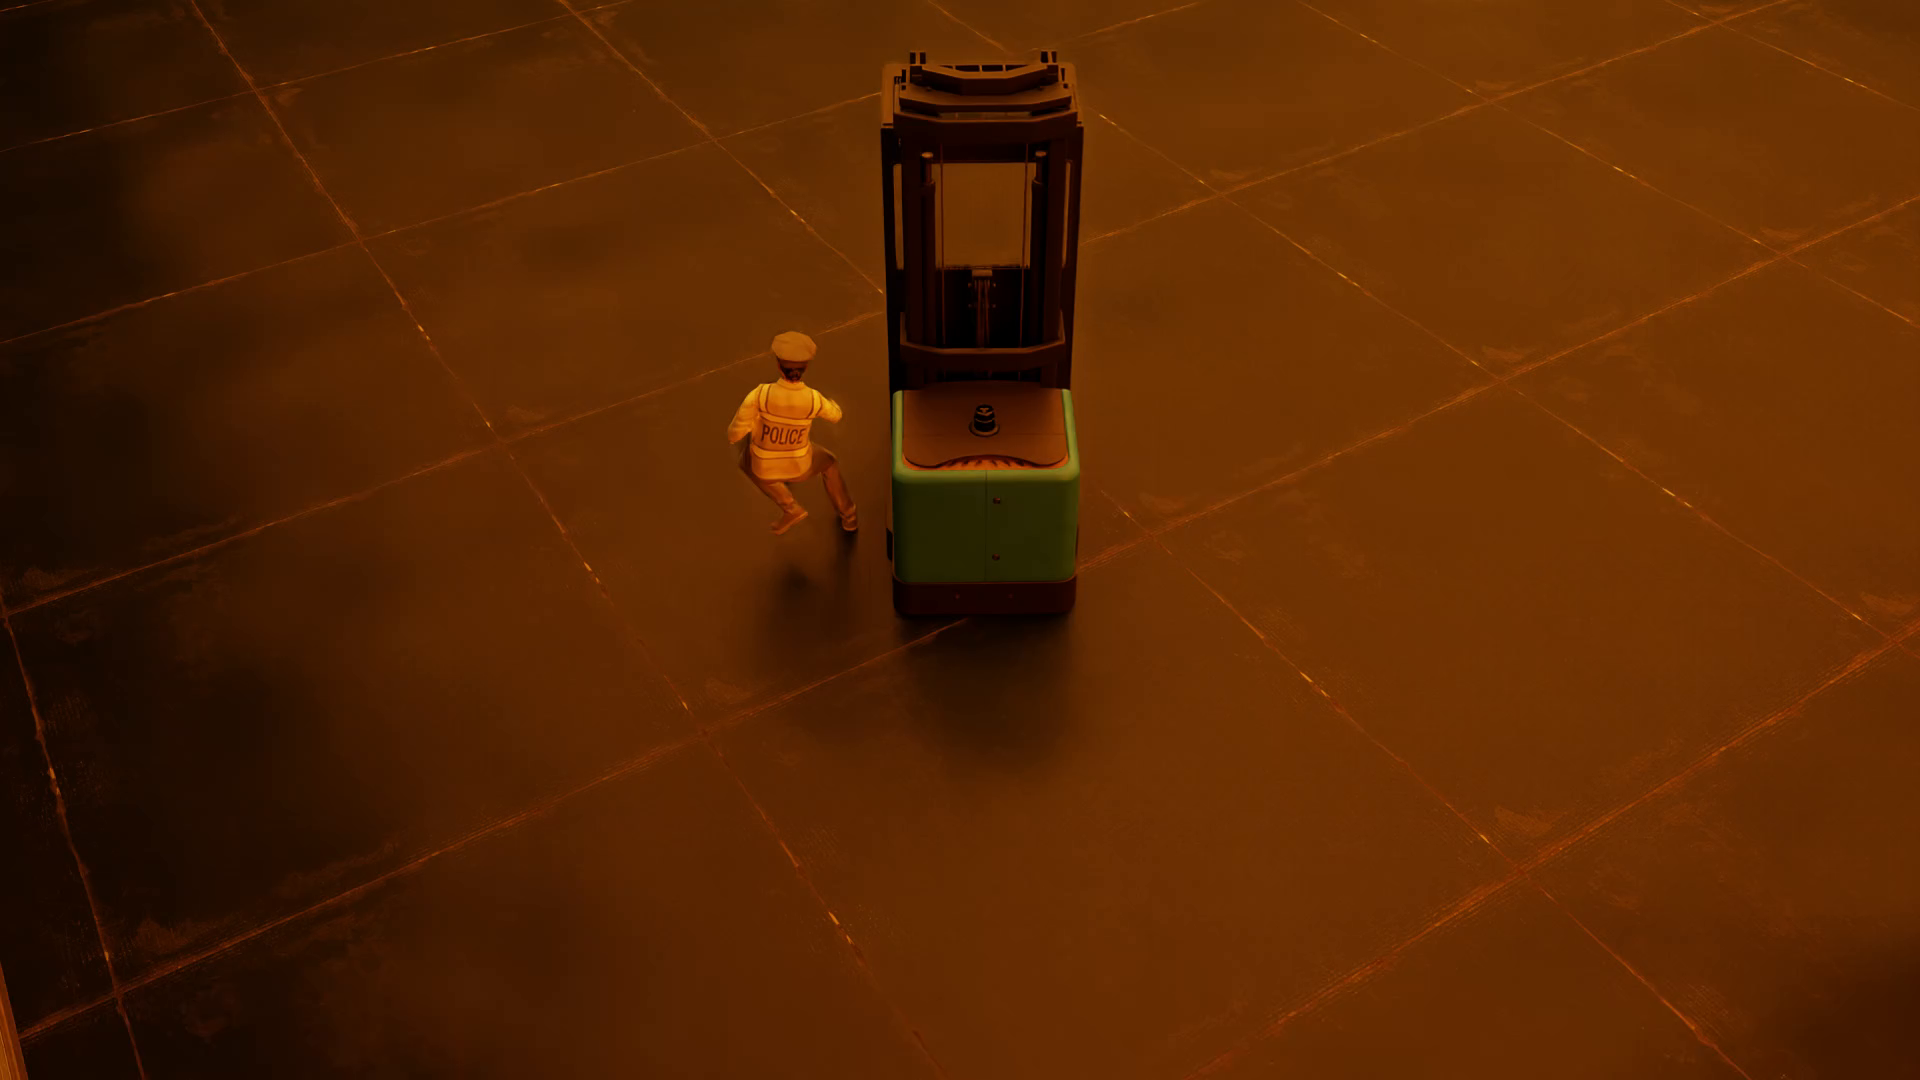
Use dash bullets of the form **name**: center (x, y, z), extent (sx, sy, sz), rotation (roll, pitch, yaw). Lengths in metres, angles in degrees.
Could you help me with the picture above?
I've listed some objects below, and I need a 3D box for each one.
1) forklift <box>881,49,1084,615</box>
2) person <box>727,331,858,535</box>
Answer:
- **forklift**: center (0.113, -1.622, 9.727), extent (1.130, 2.935, 3.031), rotation (-1, 41, -1)
- **person**: center (-0.968, -0.601, 9.596), extent (0.729, 1.472, 0.630), rotation (-6, 42, -7)
